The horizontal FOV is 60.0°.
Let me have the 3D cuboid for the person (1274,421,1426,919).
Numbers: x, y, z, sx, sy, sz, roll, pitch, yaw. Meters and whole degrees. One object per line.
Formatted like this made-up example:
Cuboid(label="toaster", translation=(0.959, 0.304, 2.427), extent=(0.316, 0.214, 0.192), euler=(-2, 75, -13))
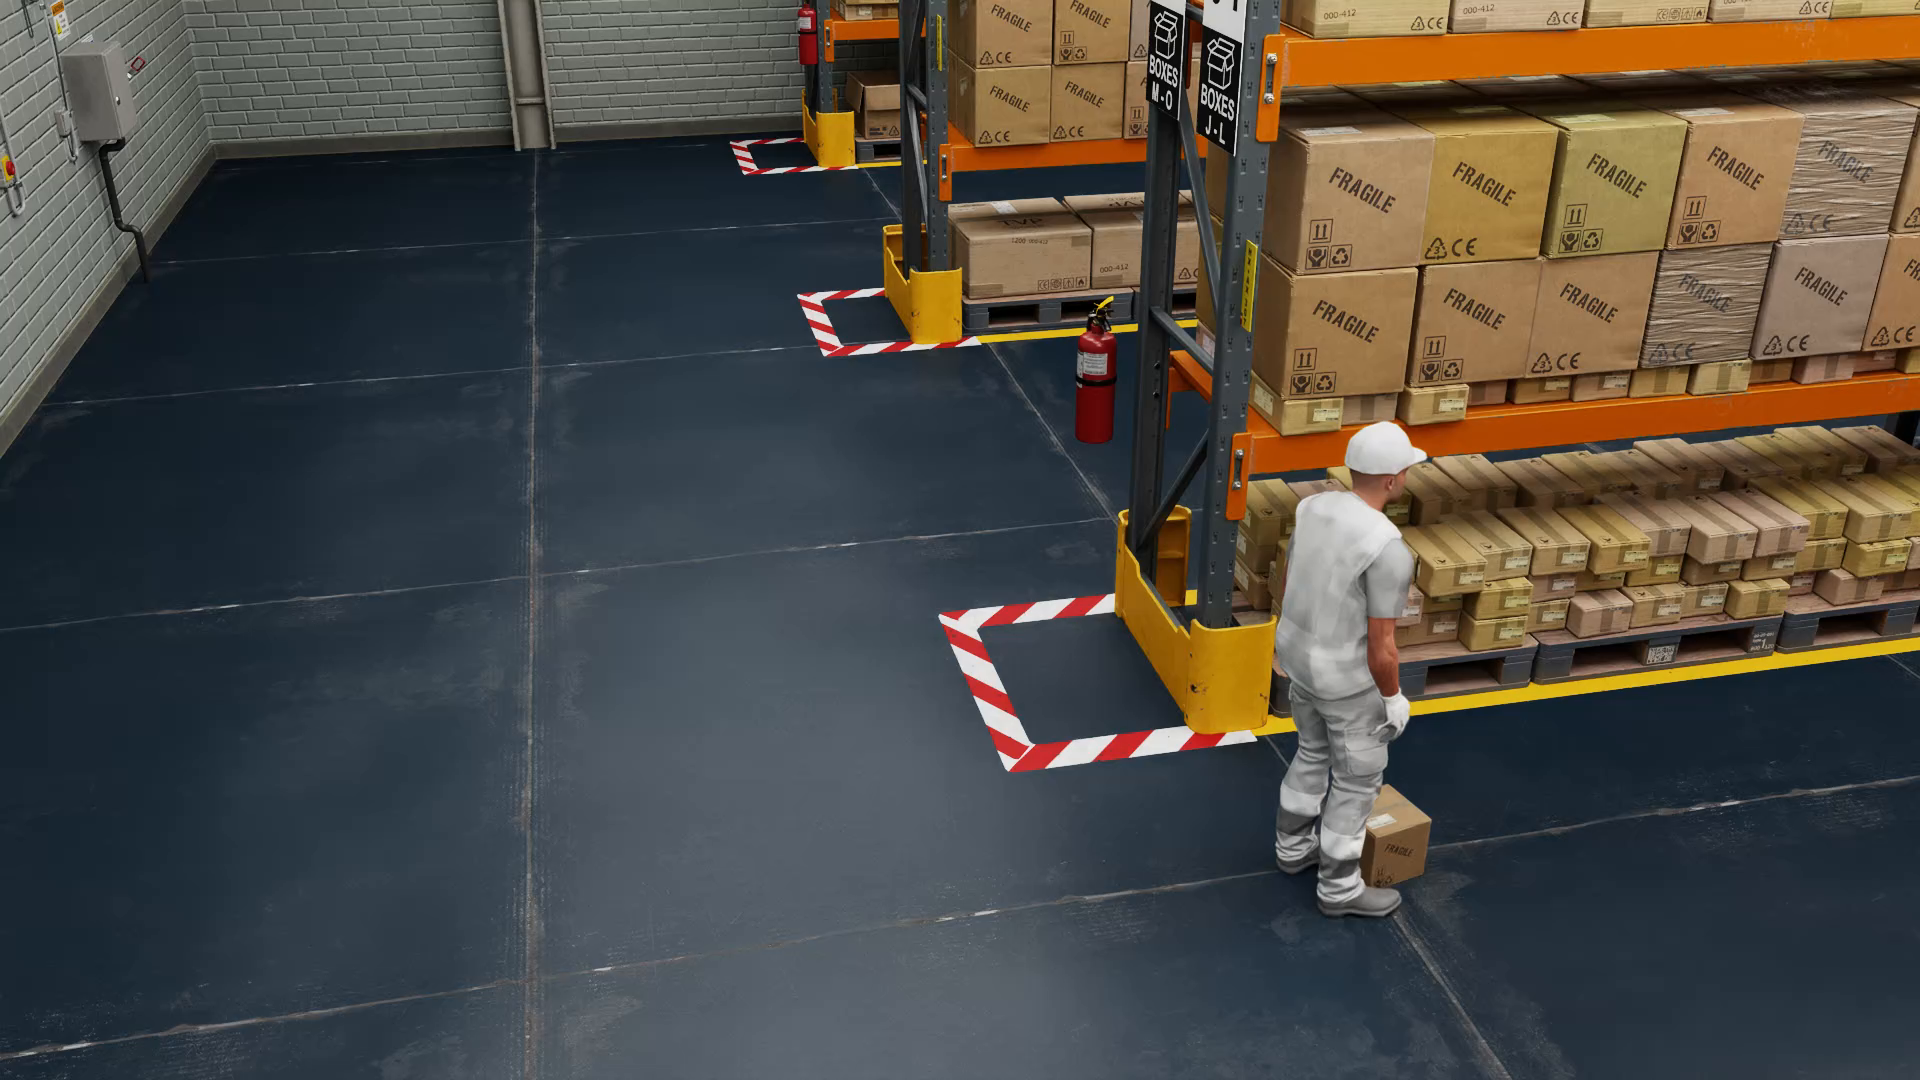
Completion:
Cuboid(label="person", translation=(1.321, 0.444, 5.709), extent=(0.451, 1.778, 0.612), euler=(-11, 28, -21))
